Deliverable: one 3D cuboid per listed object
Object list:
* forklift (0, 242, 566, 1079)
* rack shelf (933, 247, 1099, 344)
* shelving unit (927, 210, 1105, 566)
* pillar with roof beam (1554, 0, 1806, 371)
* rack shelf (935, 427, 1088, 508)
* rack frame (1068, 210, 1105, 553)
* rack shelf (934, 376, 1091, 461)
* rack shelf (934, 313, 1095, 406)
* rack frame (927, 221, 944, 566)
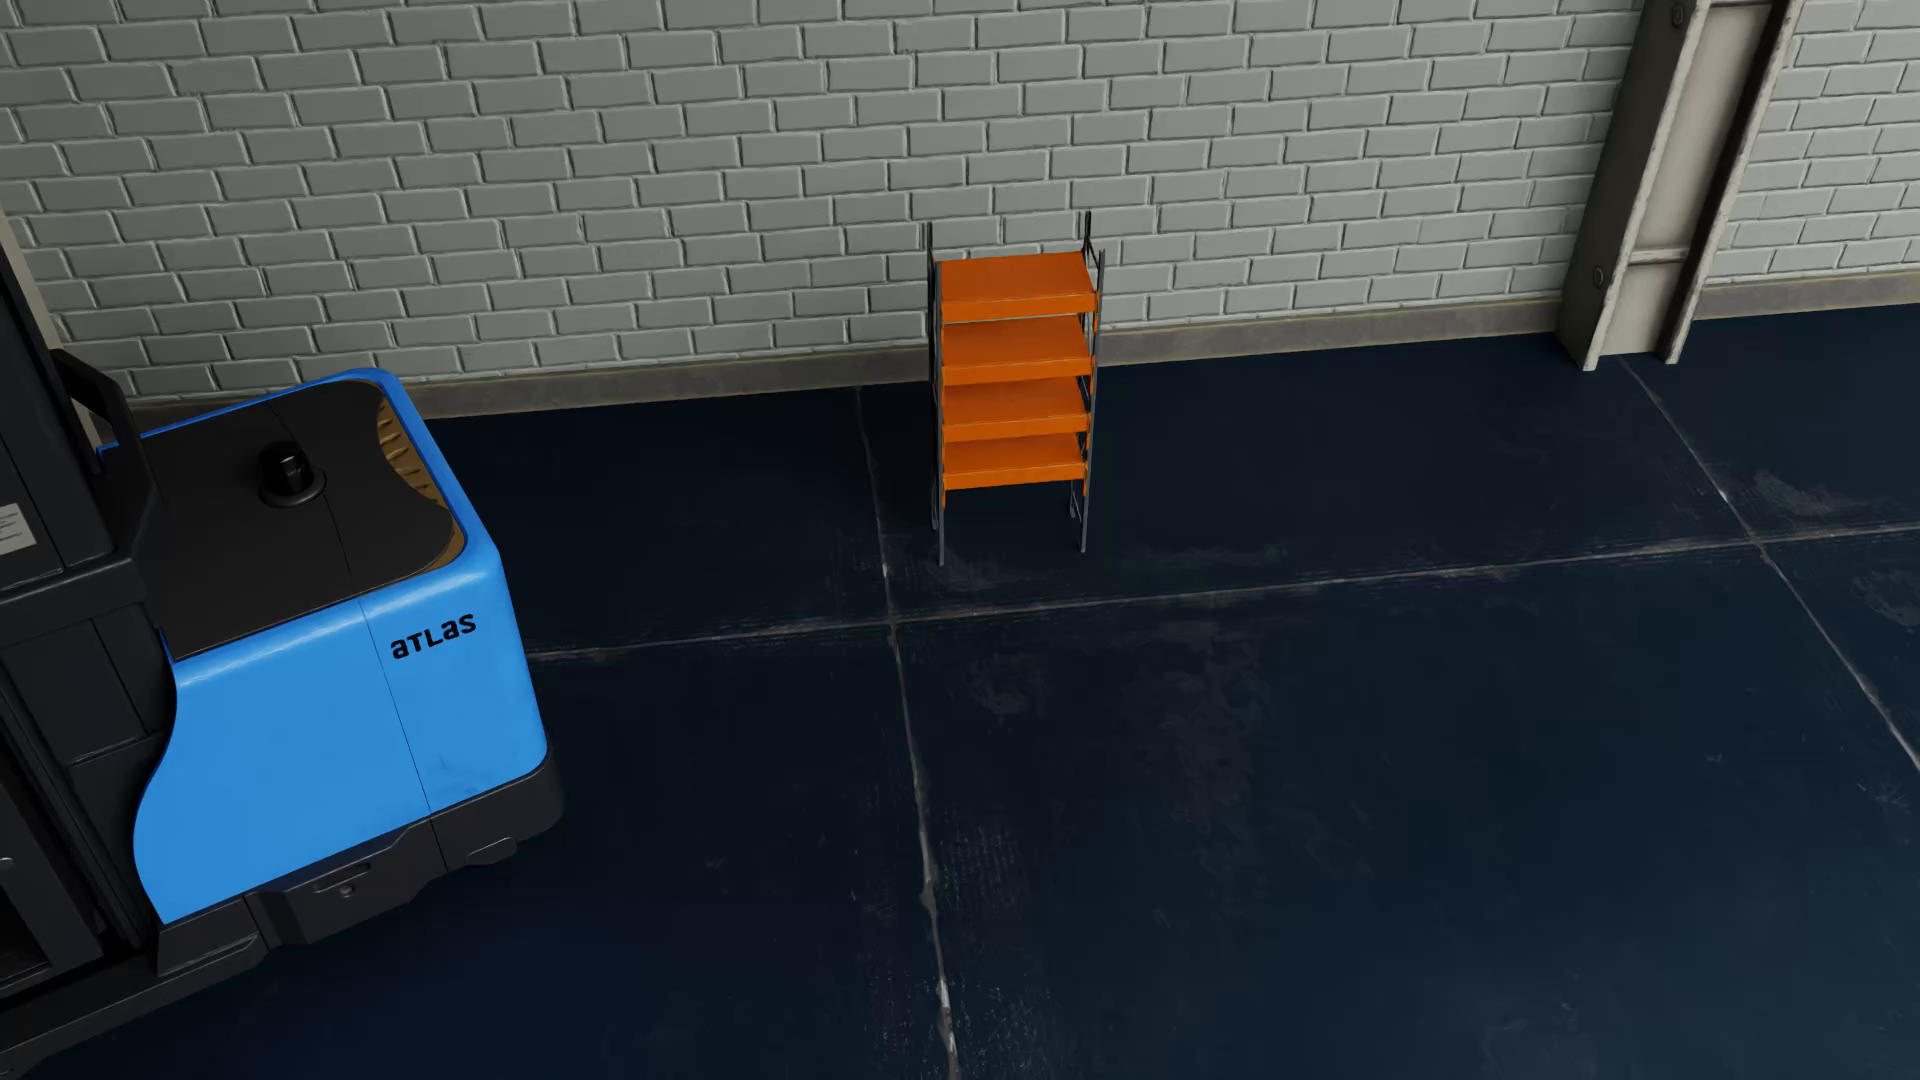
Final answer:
[{"bbox_3d":[-2.665,-0.021,3.585,3.031,2.935,1.130,-22,46,-22],"label":"forklift"},{"bbox_3d":[0.164,-0.752,5.101,0.480,0.148,0.258,-5,42,-6],"label":"rack shelf"},{"bbox_3d":[0.164,-0.460,5.364,0.503,1.200,0.258,-5,42,-6],"label":"shelving unit"},{"bbox_3d":[3.158,-1.260,0.429,0.400,9.000,9.100,-5,42,-6],"label":"pillar with roof beam"},{"bbox_3d":[0.164,-0.263,5.542,0.480,0.148,0.258,-5,42,-6],"label":"rack shelf"},{"bbox_3d":[0.406,-0.481,5.388,0.015,1.200,0.240,-5,42,-6],"label":"rack frame"},{"bbox_3d":[0.164,-0.410,5.409,0.480,0.148,0.258,-5,42,-6],"label":"rack shelf"},{"bbox_3d":[0.164,-0.576,5.259,0.480,0.148,0.258,-5,42,-6],"label":"rack shelf"},{"bbox_3d":[-0.078,-0.439,5.341,0.015,1.200,0.240,-5,42,-6],"label":"rack frame"}]
